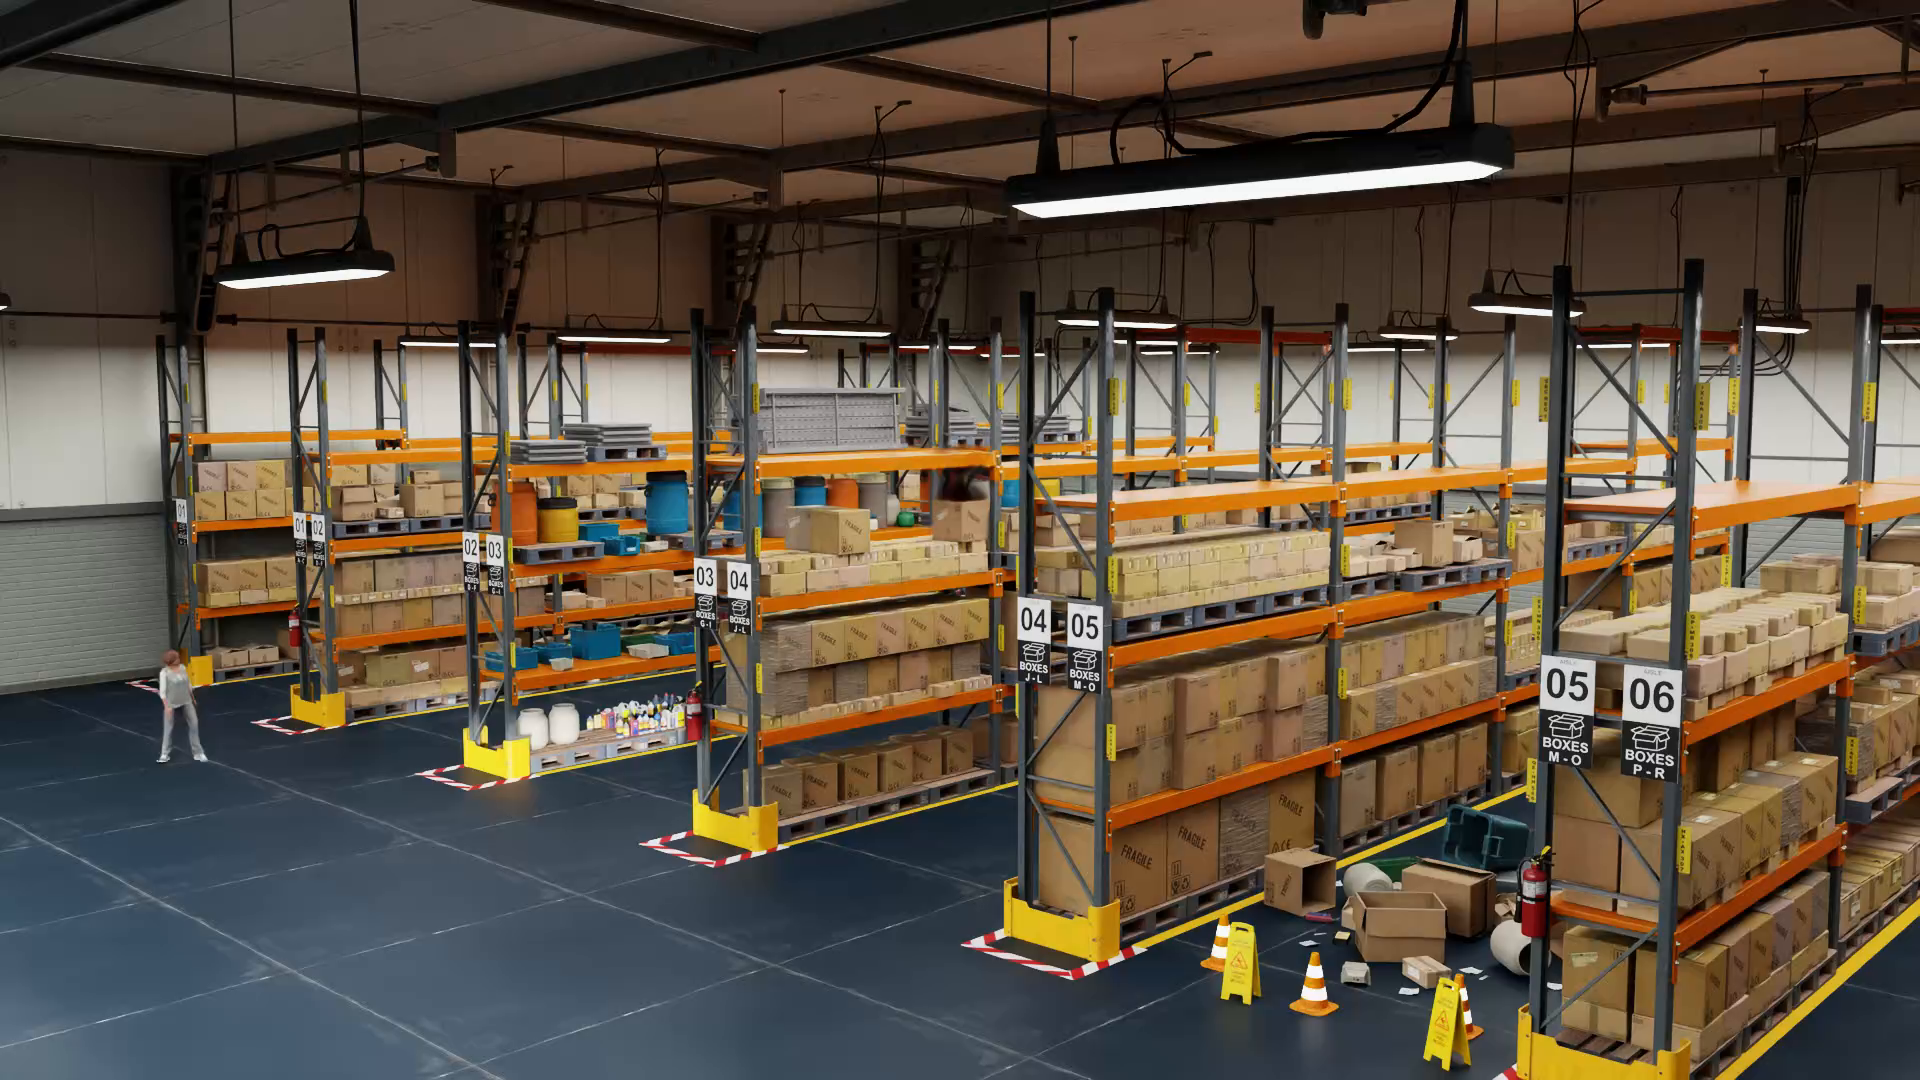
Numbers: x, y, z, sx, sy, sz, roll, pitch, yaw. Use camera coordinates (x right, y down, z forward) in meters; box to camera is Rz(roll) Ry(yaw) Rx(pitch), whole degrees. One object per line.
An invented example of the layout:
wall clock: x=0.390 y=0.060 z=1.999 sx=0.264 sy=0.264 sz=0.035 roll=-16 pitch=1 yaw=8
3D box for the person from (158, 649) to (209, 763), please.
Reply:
person: x=-10.649 y=2.271 z=22.684 sx=0.572 sy=1.611 sz=0.561 roll=5 pitch=7 yaw=44
